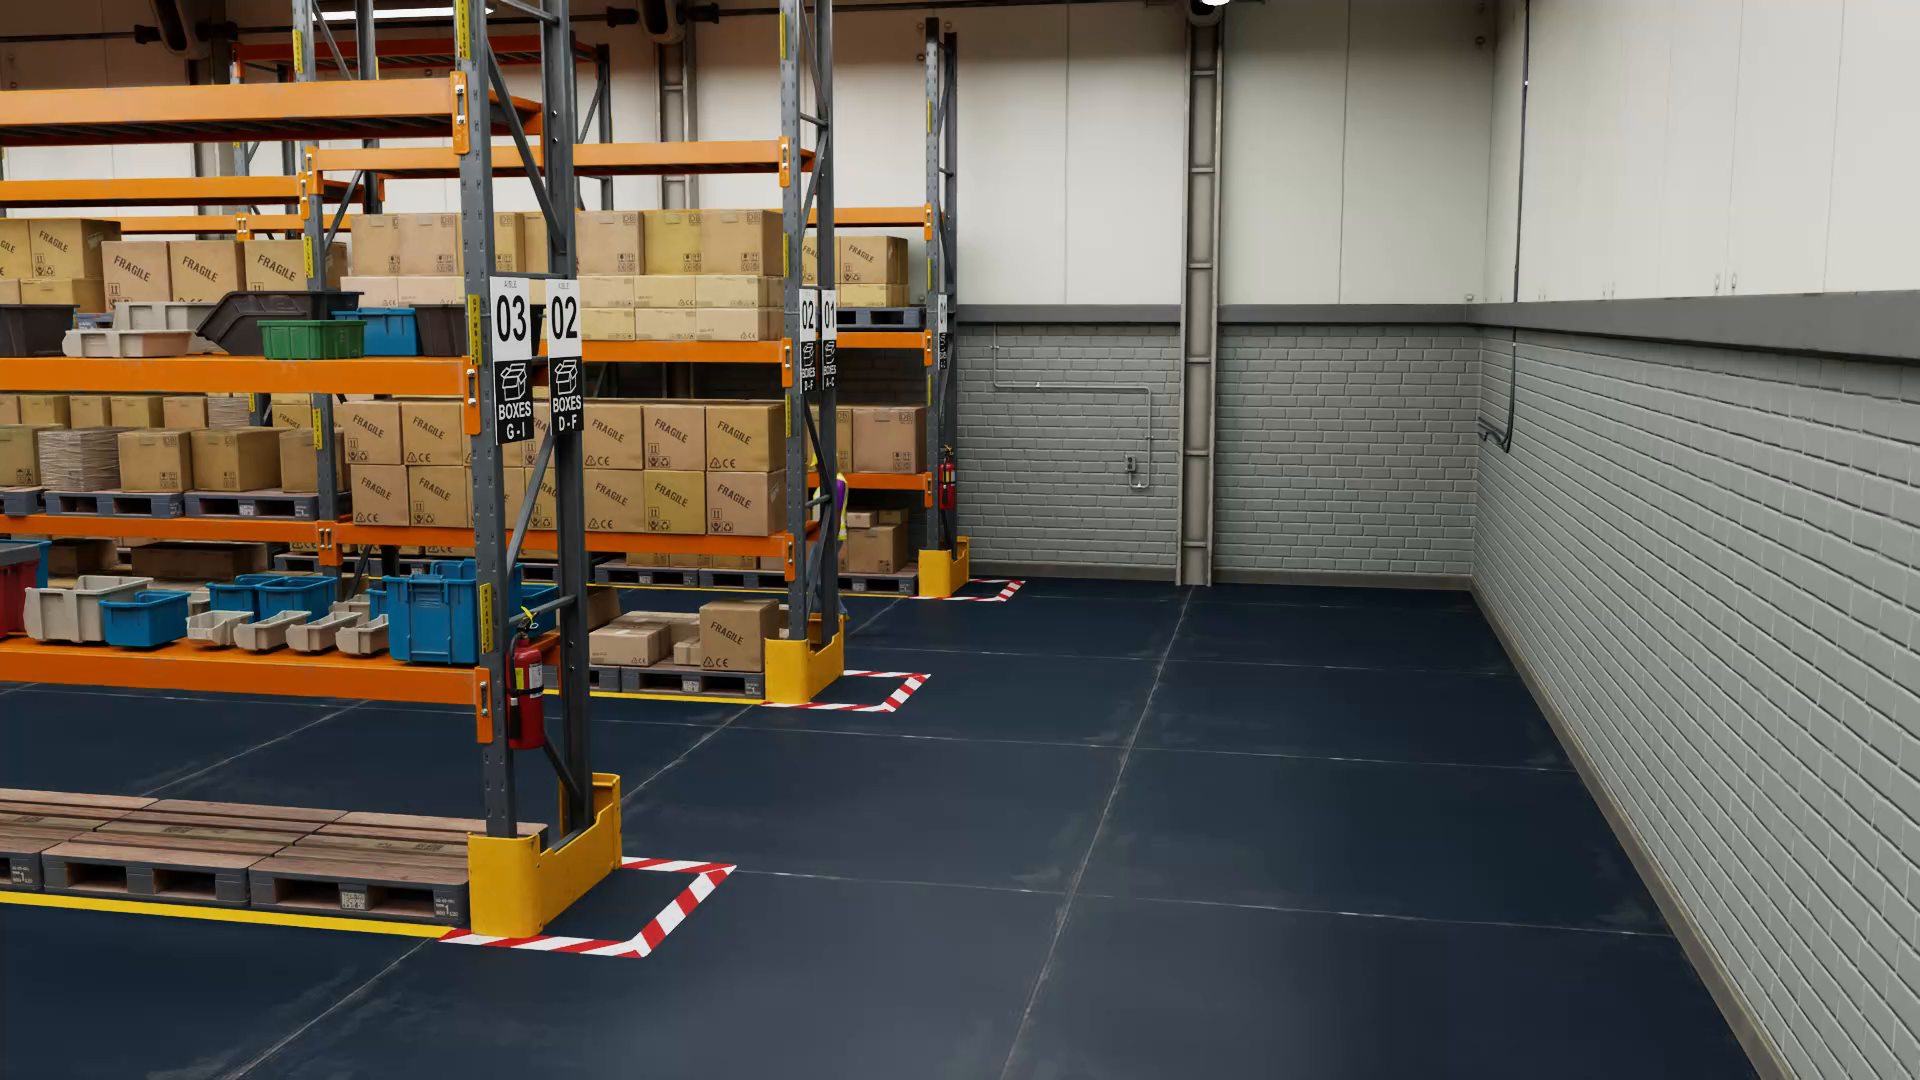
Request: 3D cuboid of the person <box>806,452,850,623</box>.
[{"bbox_3d":[-1.297,0.000,15.570,0.532,1.763,0.611,0,8,-2],"label":"person"}]
